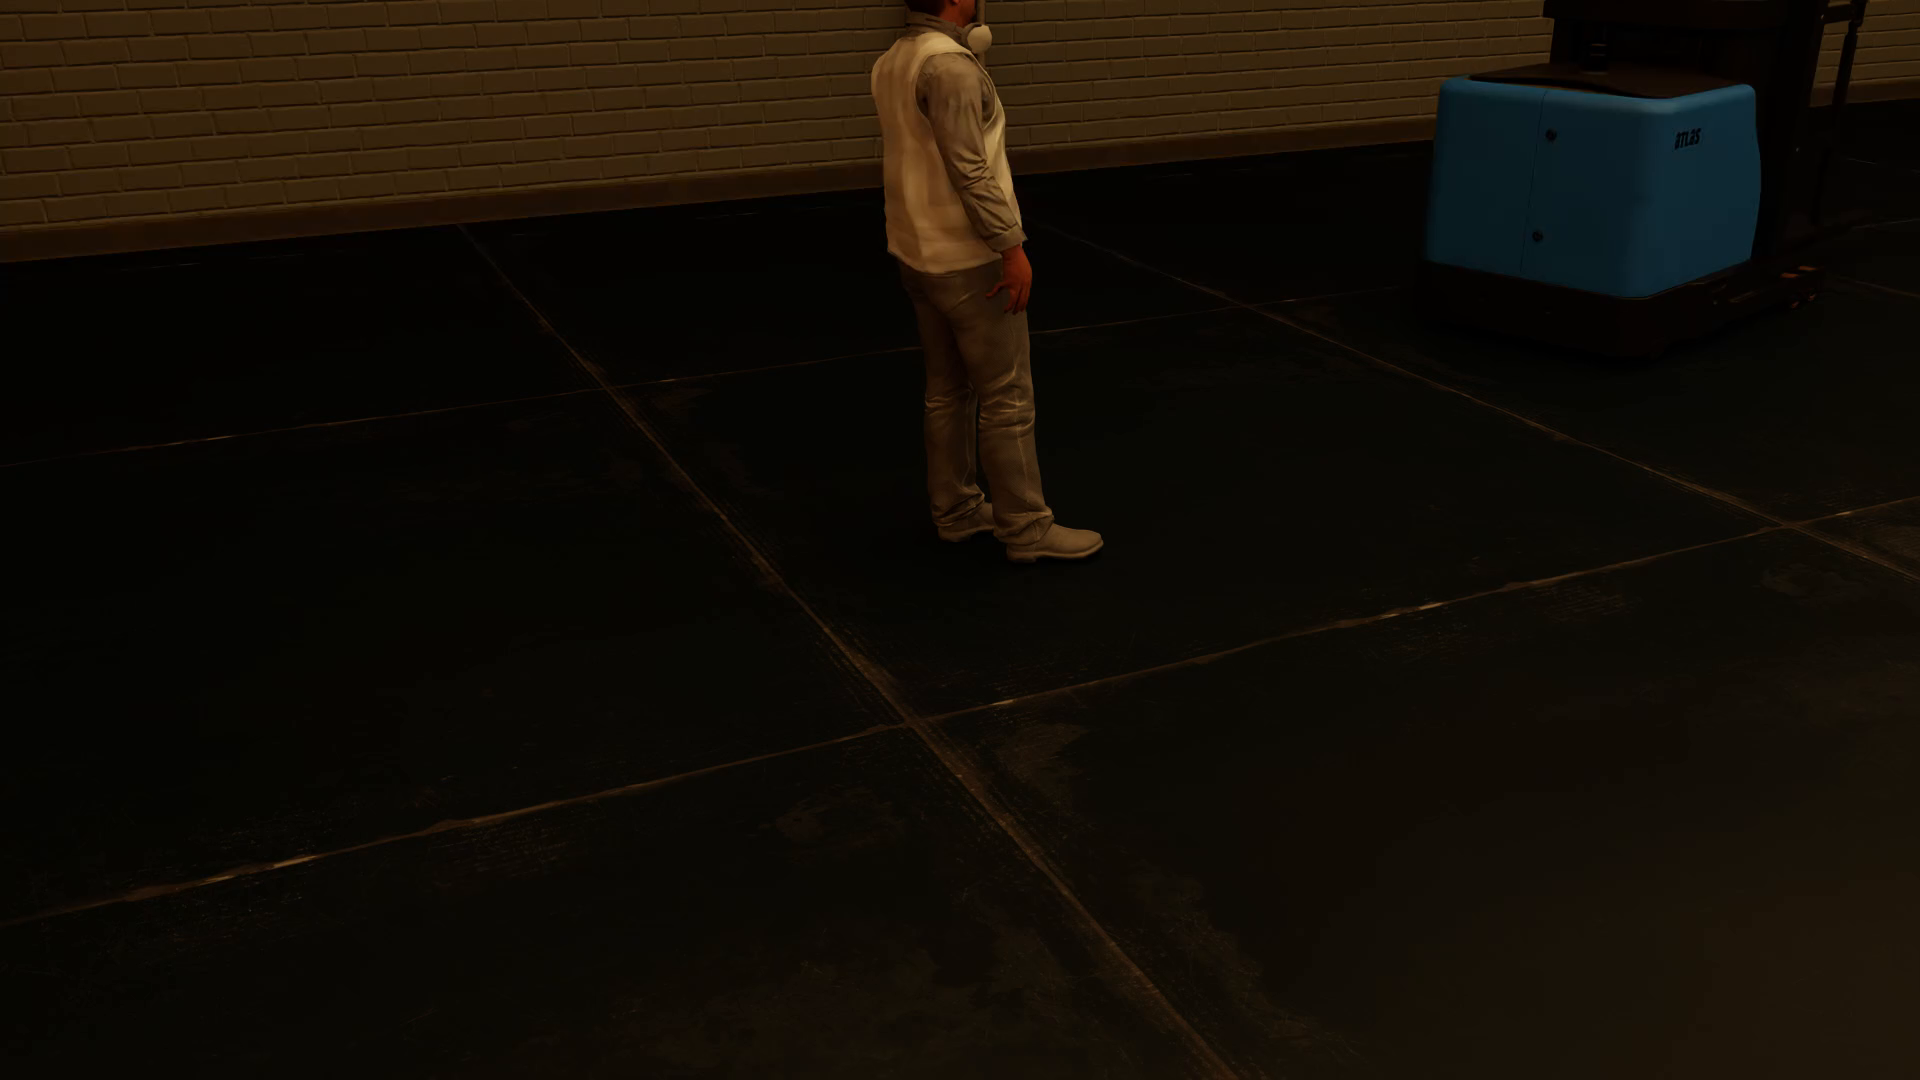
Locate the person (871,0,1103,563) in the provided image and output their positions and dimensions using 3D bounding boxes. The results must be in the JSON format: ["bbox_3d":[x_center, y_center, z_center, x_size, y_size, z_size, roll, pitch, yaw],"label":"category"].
[{"bbox_3d":[0.060,-0.834,4.782,0.566,1.775,0.634,-10,25,-23],"label":"person"}]

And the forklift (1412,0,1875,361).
[{"bbox_3d":[3.418,-2.549,7.423,3.031,2.935,1.130,-20,30,-39],"label":"forklift"}]
